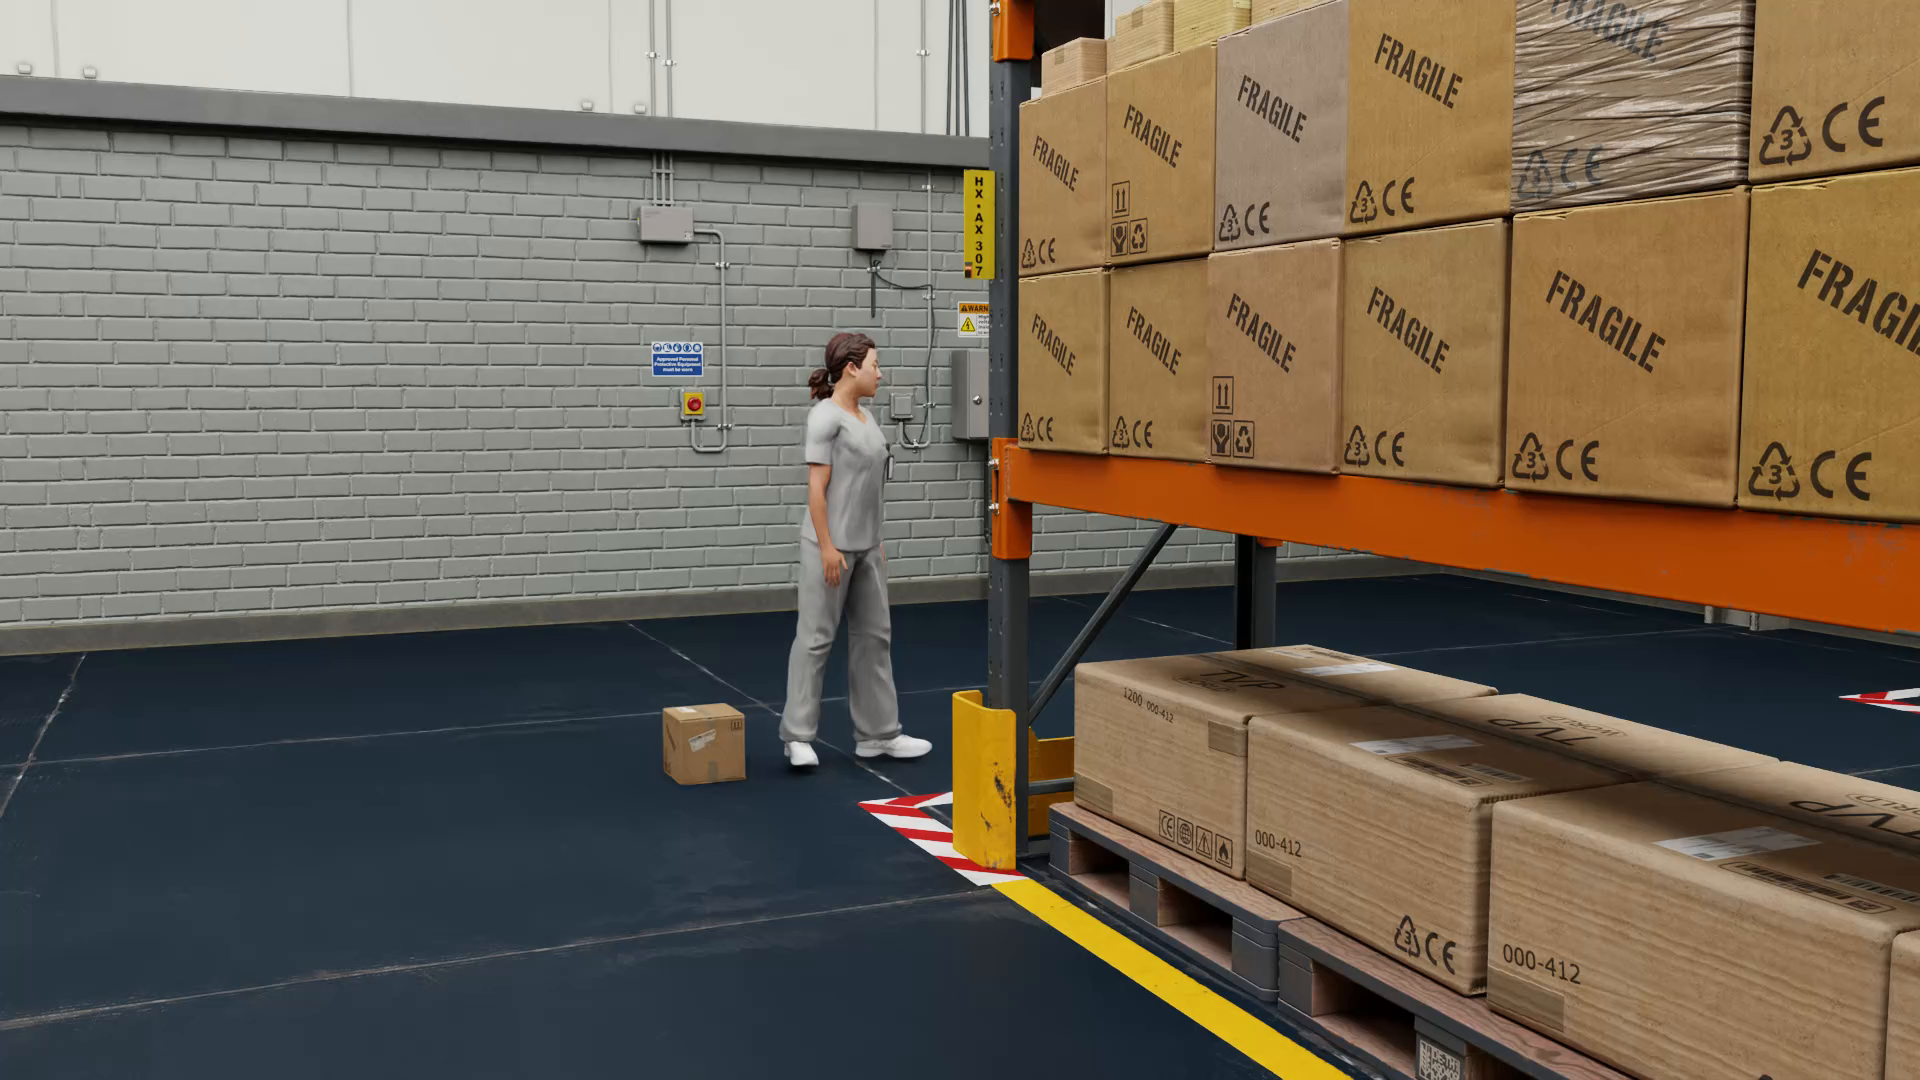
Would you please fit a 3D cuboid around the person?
[{"bbox_3d":[-0.443,0.035,6.450,0.514,1.670,0.498,3,6,29],"label":"person"}]
